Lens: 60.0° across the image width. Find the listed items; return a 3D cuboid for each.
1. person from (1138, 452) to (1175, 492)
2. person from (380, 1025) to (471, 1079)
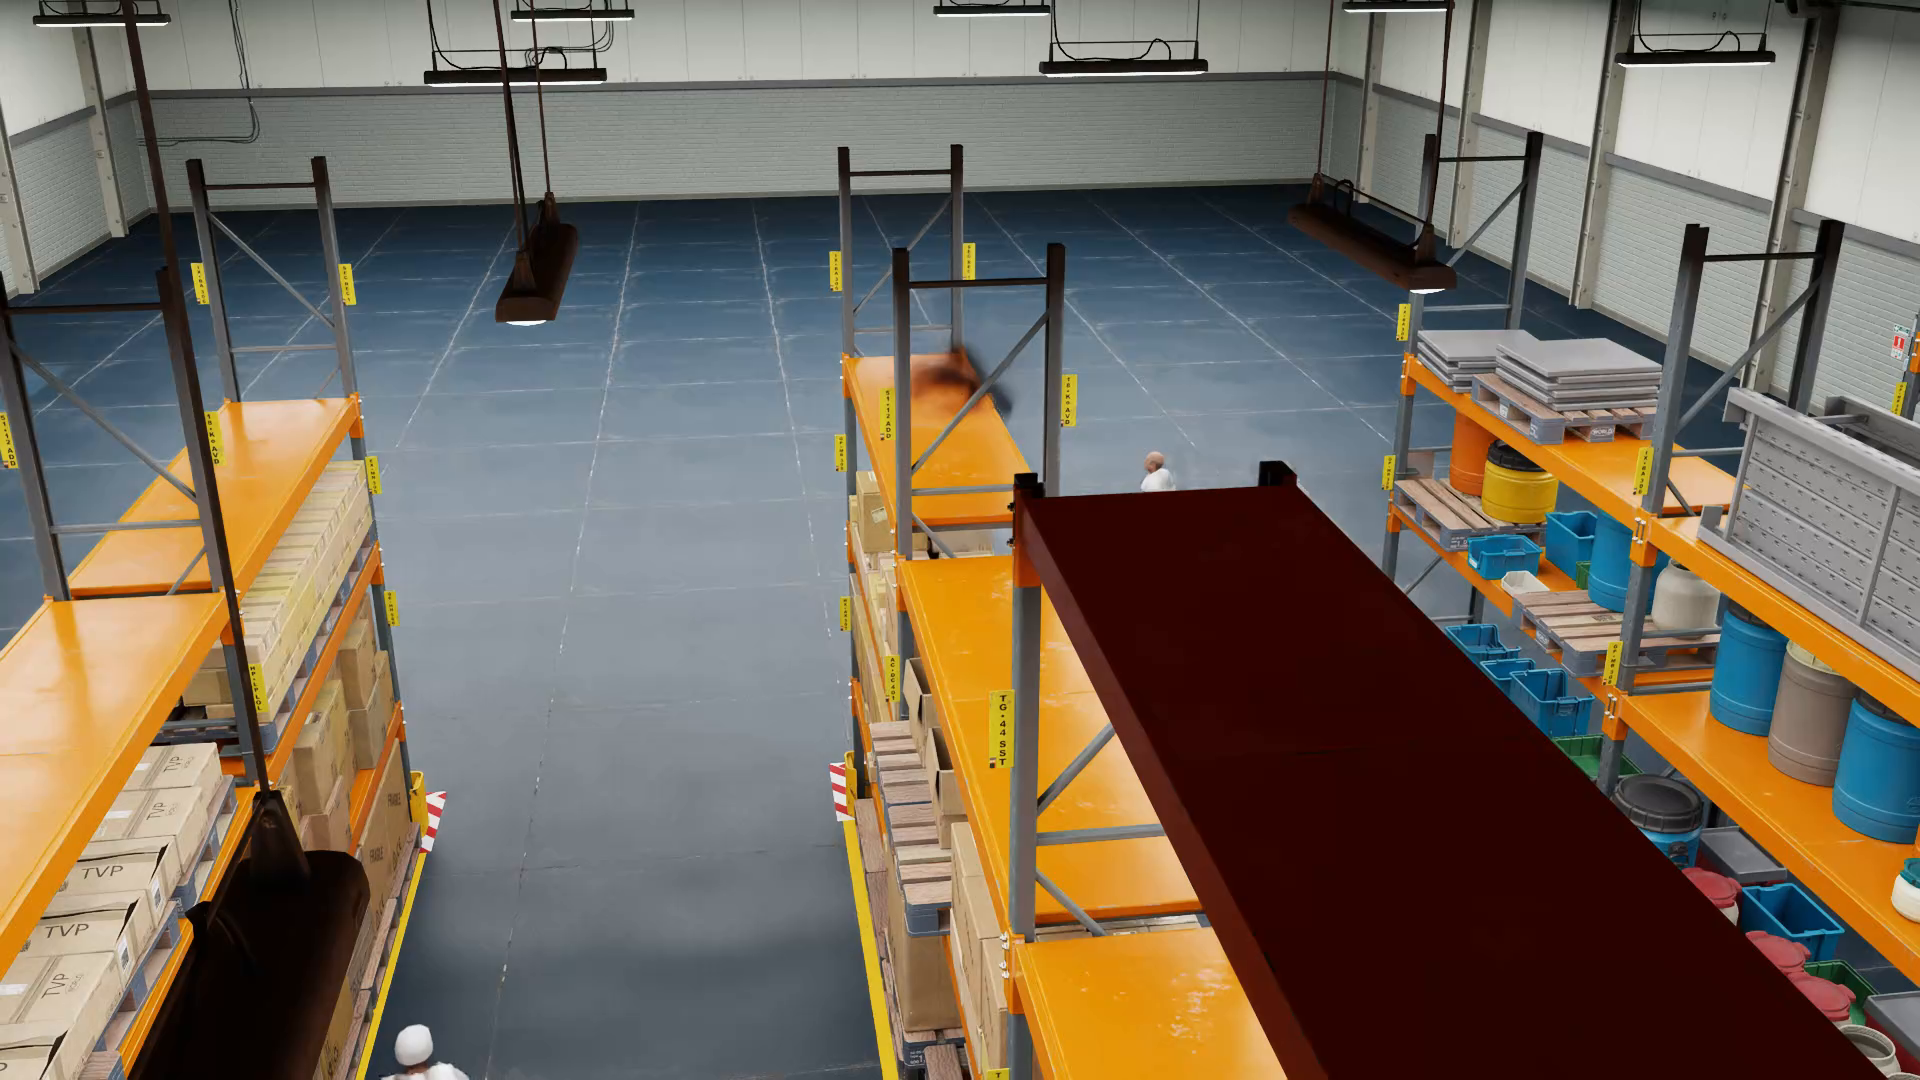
[{"bbox_3d":[2.309,-0.123,19.872,0.633,1.546,0.727,6,22,15],"label":"person"},{"bbox_3d":[-3.159,3.659,9.902,0.685,1.765,0.960,-5,22,-13],"label":"person"}]
